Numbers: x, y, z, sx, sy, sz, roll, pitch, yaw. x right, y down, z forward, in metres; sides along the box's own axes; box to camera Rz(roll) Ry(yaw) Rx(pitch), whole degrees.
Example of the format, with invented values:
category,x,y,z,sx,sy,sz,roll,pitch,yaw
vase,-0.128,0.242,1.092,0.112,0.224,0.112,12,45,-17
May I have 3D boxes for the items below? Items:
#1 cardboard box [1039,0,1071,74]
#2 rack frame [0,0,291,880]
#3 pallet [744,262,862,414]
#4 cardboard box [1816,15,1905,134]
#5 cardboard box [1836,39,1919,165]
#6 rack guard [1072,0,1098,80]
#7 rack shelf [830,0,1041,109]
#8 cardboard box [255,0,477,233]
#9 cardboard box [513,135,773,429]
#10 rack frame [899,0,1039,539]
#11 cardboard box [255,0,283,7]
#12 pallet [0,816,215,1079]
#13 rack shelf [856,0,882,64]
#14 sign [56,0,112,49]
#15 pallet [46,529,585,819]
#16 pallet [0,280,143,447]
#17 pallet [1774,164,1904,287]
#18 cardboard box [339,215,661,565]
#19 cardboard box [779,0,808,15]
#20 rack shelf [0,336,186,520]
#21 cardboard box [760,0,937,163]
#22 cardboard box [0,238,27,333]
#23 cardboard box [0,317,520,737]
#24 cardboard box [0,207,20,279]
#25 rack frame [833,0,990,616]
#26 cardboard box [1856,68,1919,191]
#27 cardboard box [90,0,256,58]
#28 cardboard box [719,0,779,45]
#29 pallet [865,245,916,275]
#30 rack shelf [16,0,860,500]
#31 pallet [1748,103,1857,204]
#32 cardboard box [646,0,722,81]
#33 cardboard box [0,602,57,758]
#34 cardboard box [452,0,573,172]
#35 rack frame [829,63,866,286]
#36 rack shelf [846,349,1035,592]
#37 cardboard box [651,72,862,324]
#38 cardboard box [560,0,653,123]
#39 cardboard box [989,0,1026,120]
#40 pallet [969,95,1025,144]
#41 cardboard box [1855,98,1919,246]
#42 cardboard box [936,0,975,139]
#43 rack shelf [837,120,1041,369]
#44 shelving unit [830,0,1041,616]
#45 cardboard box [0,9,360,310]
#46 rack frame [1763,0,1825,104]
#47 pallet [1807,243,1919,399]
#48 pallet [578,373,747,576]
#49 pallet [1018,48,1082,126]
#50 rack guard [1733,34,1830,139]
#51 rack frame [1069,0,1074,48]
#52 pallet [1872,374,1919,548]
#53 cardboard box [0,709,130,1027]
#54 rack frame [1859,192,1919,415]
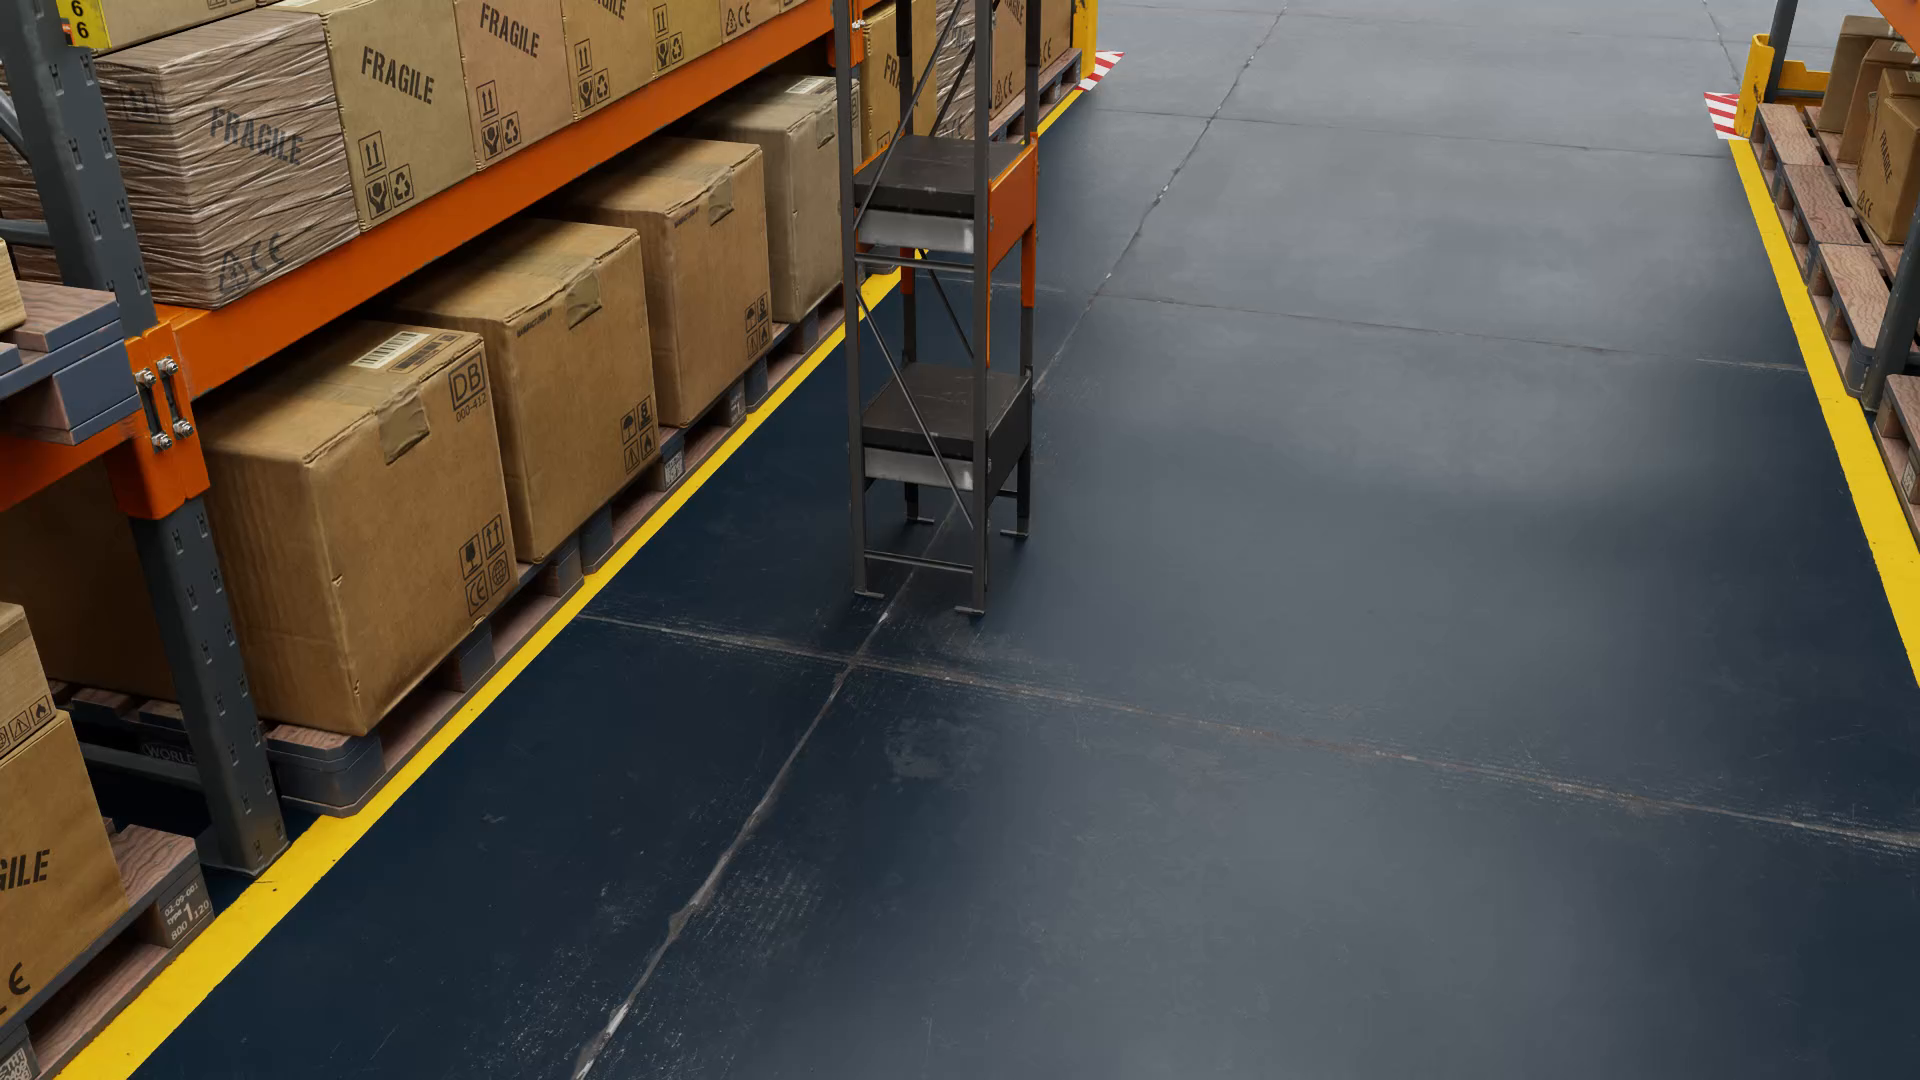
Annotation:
category,x,y,z,sx,sy,sz,roll,pitch,yaw
cardboard box,0.130,-3.274,9.804,0.875,0.875,0.875,9,30,15
rack frame,-2.082,-0.626,3.290,1.000,3.000,0.127,8,30,15
pallet,-1.062,-0.897,6.646,1.003,0.211,1.213,8,30,15
cardboard box,4.779,-2.393,8.605,0.500,0.500,0.500,14,32,24
cardboard box,4.636,-2.110,8.096,0.500,0.500,0.500,17,33,28
rack guard,0.273,-3.263,10.601,1.175,0.500,0.348,8,30,15
rack shelf,-0.049,-1.440,4.268,0.431,0.518,0.480,8,30,15
cardboard box,-1.546,-1.077,3.997,0.500,0.500,0.500,8,30,14
cardboard box,-1.291,-0.936,5.730,1.050,0.750,0.750,8,30,15
rack frame,0.023,-0.954,4.805,0.400,2.100,0.015,8,30,15
cardboard box,-1.793,-1.549,3.818,0.700,0.500,0.500,8,30,14
pallet,-2.313,0.955,3.315,1.003,0.211,1.213,8,30,15
rack shelf,-0.321,-3.100,8.477,1.077,0.370,4.000,8,30,15
sign,-1.560,-1.024,2.896,0.100,0.325,0.005,8,30,15
pallet,-1.778,0.237,4.607,1.003,0.211,1.213,8,30,15
pallet,-2.189,-0.196,2.714,1.213,0.211,1.003,8,30,15
pallet,4.324,-1.398,7.545,1.003,0.211,1.213,8,30,15
cardboard box,-1.564,-0.503,4.952,1.050,0.750,0.750,9,30,16
cardboard box,-0.805,-2.248,6.103,0.500,0.500,0.500,8,30,15
rack shelf,-2.669,0.618,1.794,1.077,0.370,4.000,8,30,15
cardboard box,-0.656,-2.022,7.553,0.875,0.875,0.875,9,30,16
cardboard box,-1.787,-0.405,2.719,0.380,0.149,0.250,9,30,16
cardboard box,-1.817,-0.097,4.220,1.050,0.750,0.750,8,30,14
cardboard box,-2.206,-0.917,3.711,0.500,0.500,0.500,8,30,15
rack frame,-0.120,-0.727,4.397,0.400,2.100,0.015,8,30,15
cardboard box,4.434,-1.822,7.578,0.500,0.500,0.500,11,31,20
cardboard box,-1.941,-1.314,3.395,0.700,0.500,0.500,8,30,15
cardboard box,-0.954,-2.013,5.681,0.500,0.500,0.500,8,30,14
pallet,-0.610,-1.609,7.925,1.003,0.211,1.213,8,30,15
rack shelf,-1.495,-1.241,5.136,1.077,0.370,4.000,8,30,15
pallet,4.684,-1.963,8.561,1.003,0.211,1.213,8,30,15
cardboard box,-1.102,-1.778,5.258,0.500,0.500,0.500,9,30,15
cardboard box,-2.032,0.310,2.975,0.500,0.250,0.500,8,30,14
cardboard box,-1.397,-1.311,4.418,0.500,0.500,0.500,8,30,15
rack frame,-0.908,-2.485,6.632,1.000,3.000,0.127,8,30,15
rack shelf,-0.049,-0.217,4.948,0.431,0.518,0.480,8,30,15
cardboard box,-1.004,-1.384,6.535,1.050,0.750,0.750,8,30,15
cardboard box,-1.249,-1.542,4.834,0.500,0.500,0.500,8,30,14
cardboard box,-0.126,-2.865,9.069,0.875,0.875,0.875,8,30,14
pallet,-0.254,-2.177,8.947,1.003,0.211,1.213,8,30,15
cardboard box,4.228,-1.569,7.124,0.500,0.500,0.500,6,30,10
cardboard box,-0.395,-2.442,8.307,0.875,0.875,0.875,9,30,15
rack shelf,-0.049,-0.829,4.608,0.431,0.518,0.480,8,30,15
shelving unit,-0.049,-0.841,4.601,0.431,2.100,0.503,8,30,15
cardboard box,-1.692,-0.840,3.571,0.500,0.500,0.500,9,30,15
rack frame,4.978,-3.589,8.616,1.000,3.000,0.127,8,30,15
pallet,3.967,-0.829,6.523,1.003,0.211,1.213,8,30,15
pallet,-1.419,-0.328,5.623,1.003,0.211,1.213,8,30,15
pallet,0.106,-2.743,9.963,1.003,0.211,1.213,8,30,15
rack guard,4.956,-2.462,9.161,1.175,0.500,0.348,8,30,15
rack frame,0.266,-4.344,9.973,1.000,3.000,0.127,8,30,15
pallet,3.577,-0.150,5.302,1.003,0.211,1.213,8,30,15
cardboard box,-2.025,0.626,3.179,0.500,0.500,0.500,8,30,15
rack frame,3.804,-1.730,5.275,1.000,3.000,0.127,8,30,15
